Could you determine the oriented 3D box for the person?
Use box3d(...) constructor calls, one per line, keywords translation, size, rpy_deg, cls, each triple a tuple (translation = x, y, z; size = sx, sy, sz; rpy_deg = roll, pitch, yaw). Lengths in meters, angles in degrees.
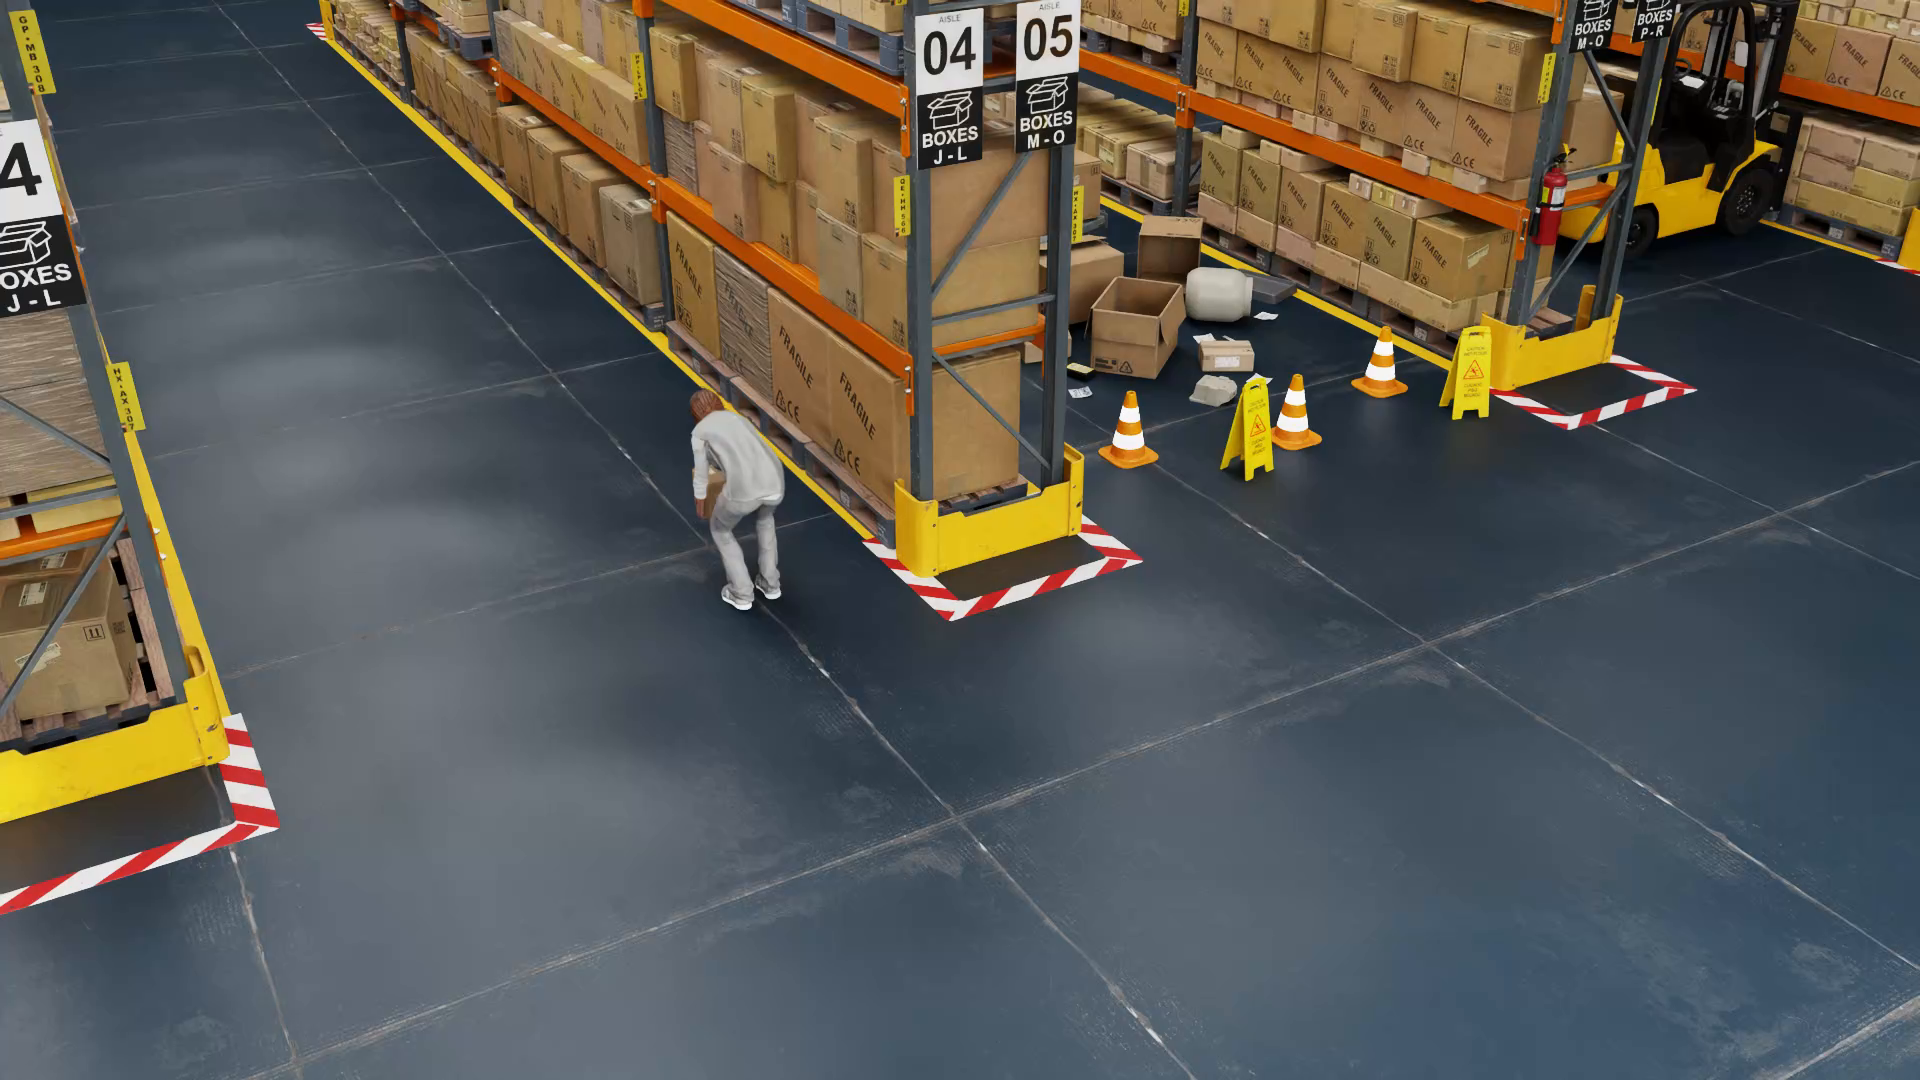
box3d(translation=(-1.276, -0.225, 9.442), size=(0.399, 1.124, 0.841), rpy_deg=(-17, 34, -28), cls="person")
